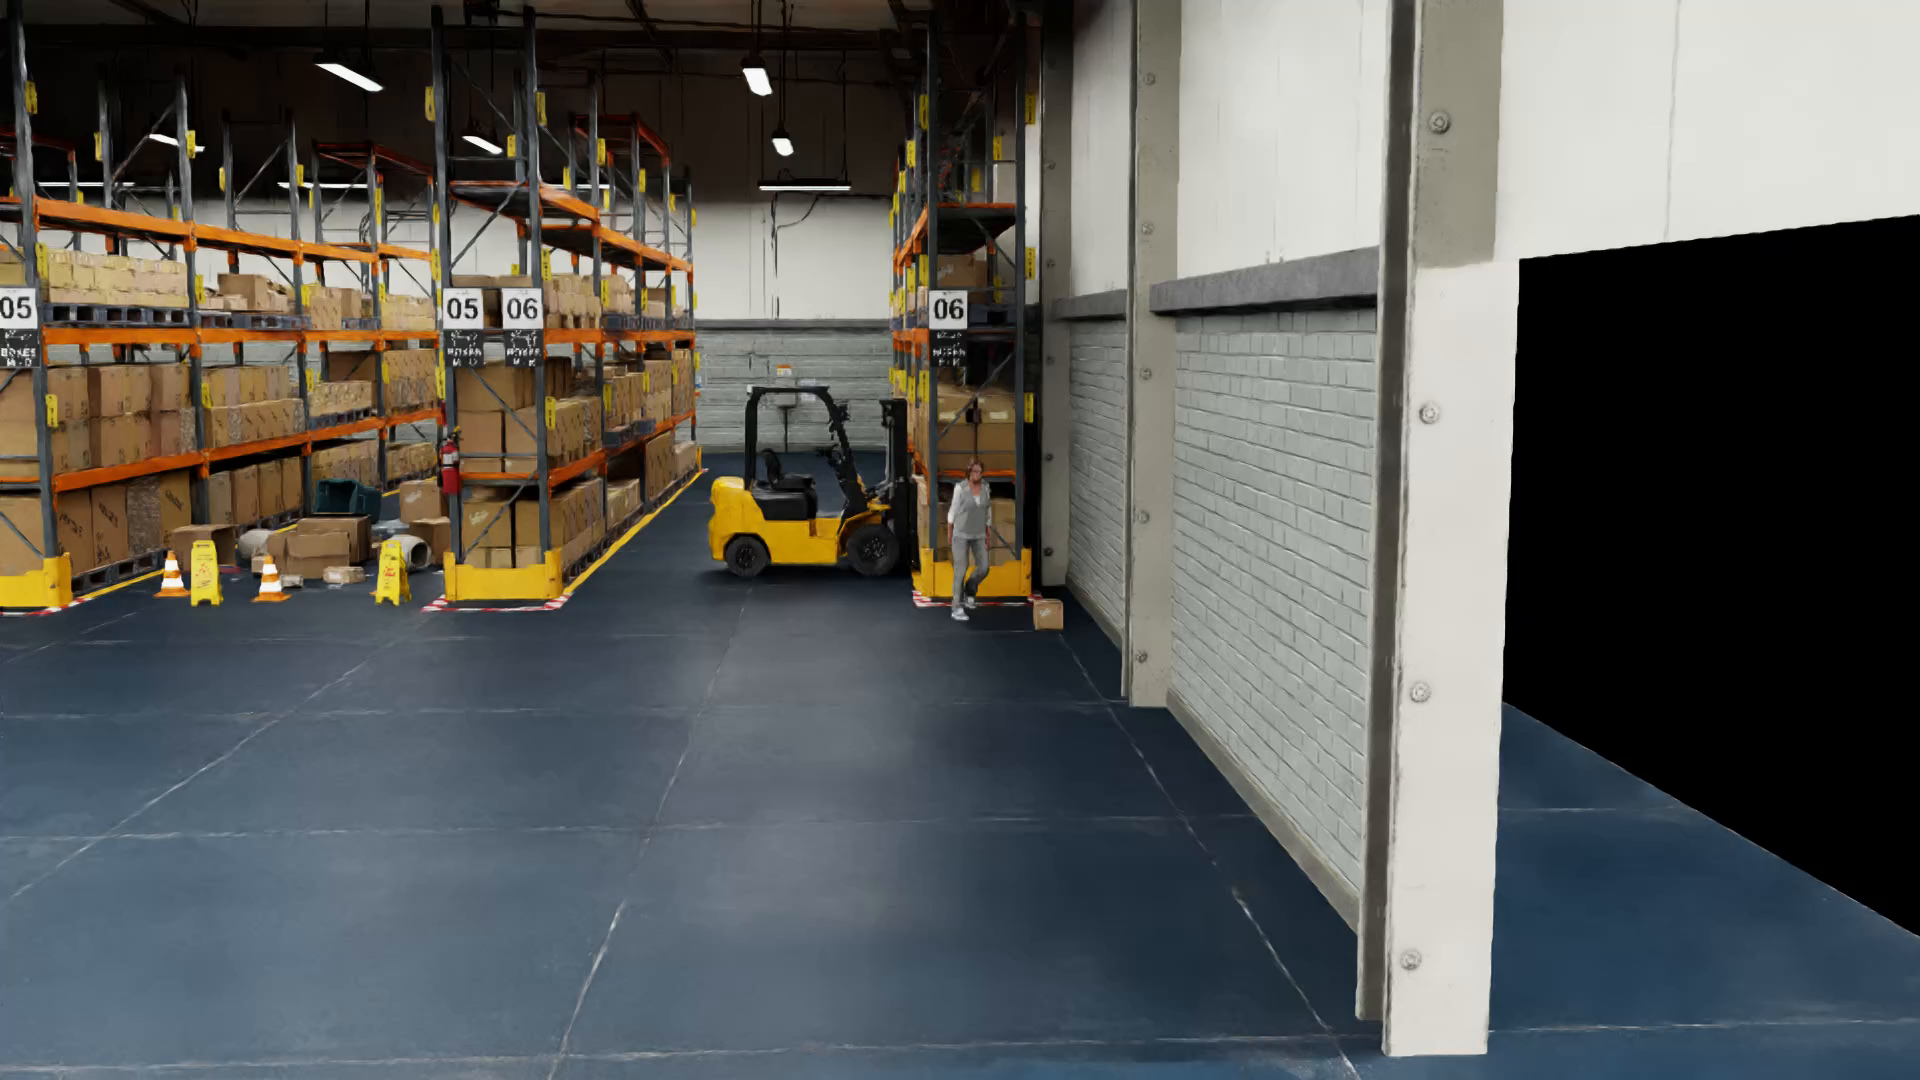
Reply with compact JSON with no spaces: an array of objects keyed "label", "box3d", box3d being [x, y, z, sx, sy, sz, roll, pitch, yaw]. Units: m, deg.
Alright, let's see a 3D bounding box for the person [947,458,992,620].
[{"label":"person","box3d":[0.082,-0.022,16.045,0.420,1.574,0.581,-3,8,-23]}]
